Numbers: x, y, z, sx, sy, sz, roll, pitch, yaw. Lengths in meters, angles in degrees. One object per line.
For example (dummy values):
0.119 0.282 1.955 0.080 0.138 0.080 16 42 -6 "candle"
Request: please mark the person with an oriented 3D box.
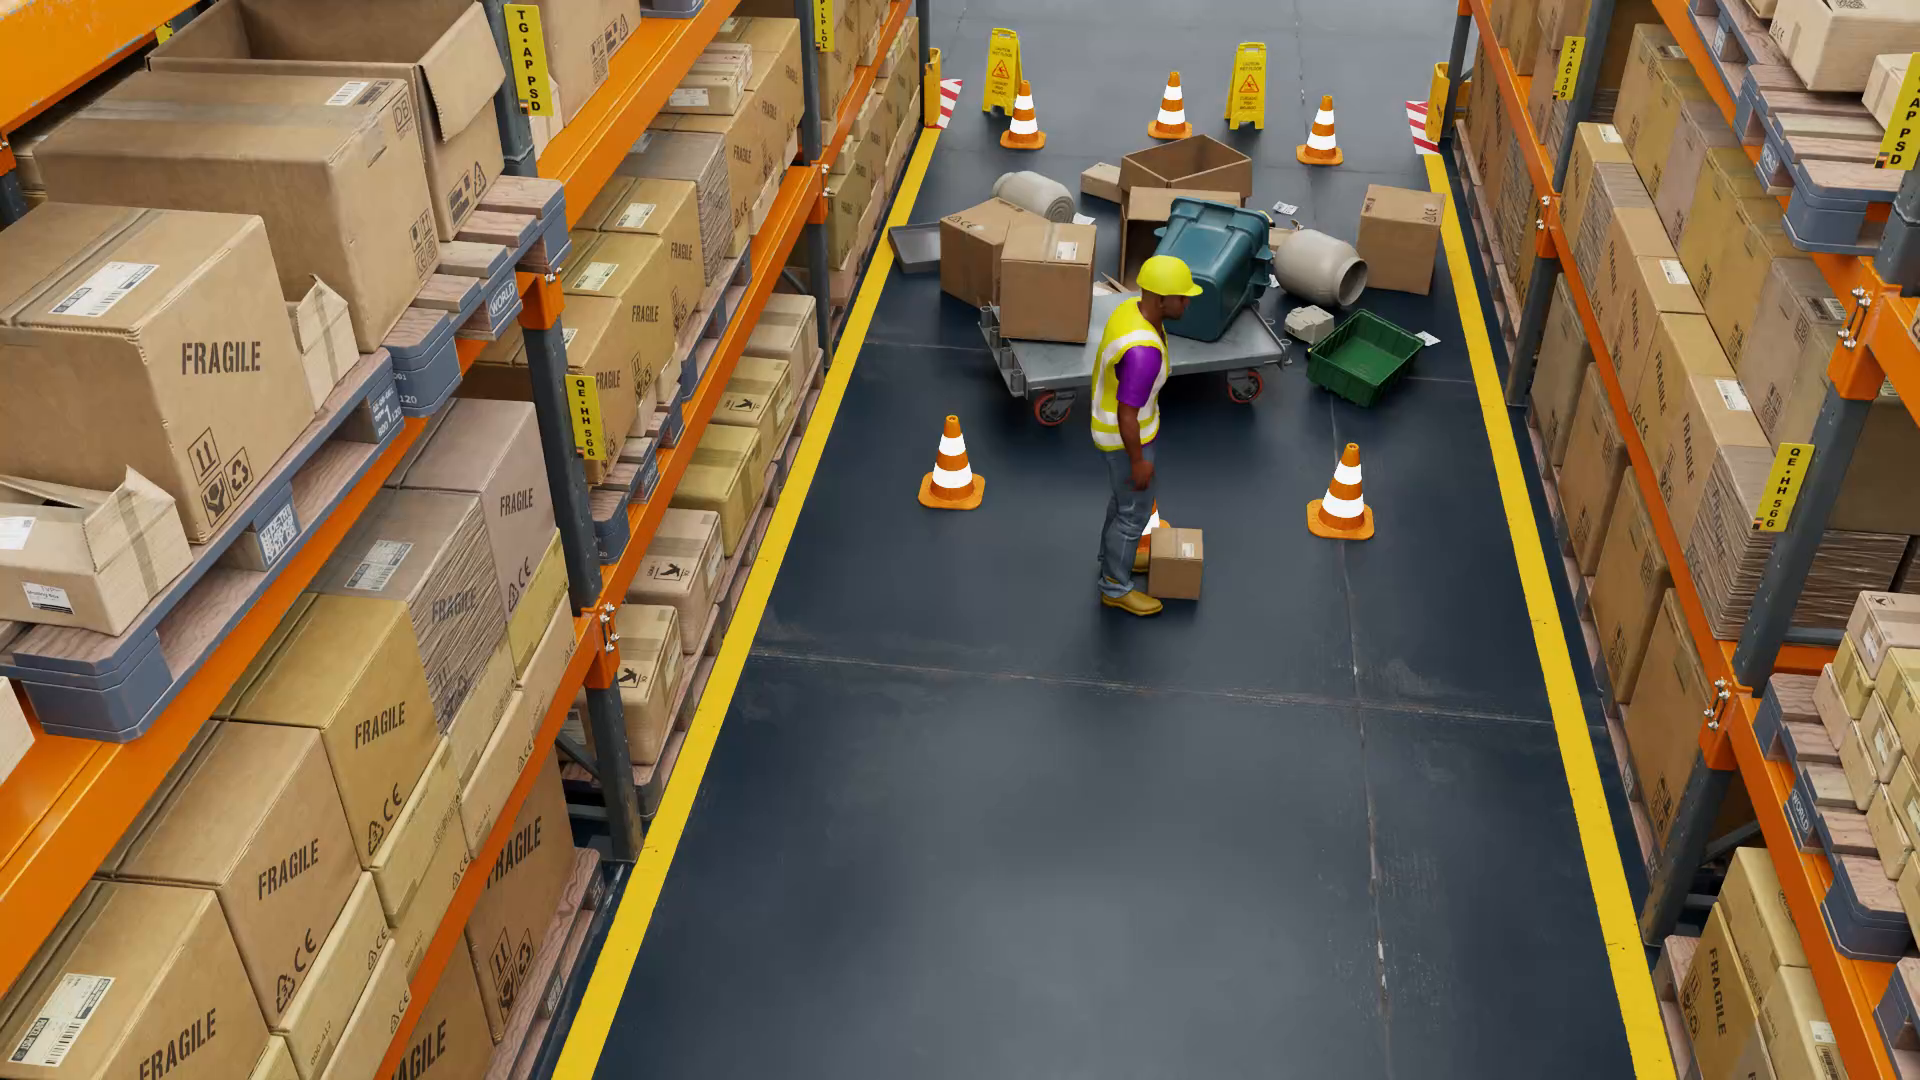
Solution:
0.832 -0.506 7.723 0.462 1.761 0.628 4 36 6 "person"
